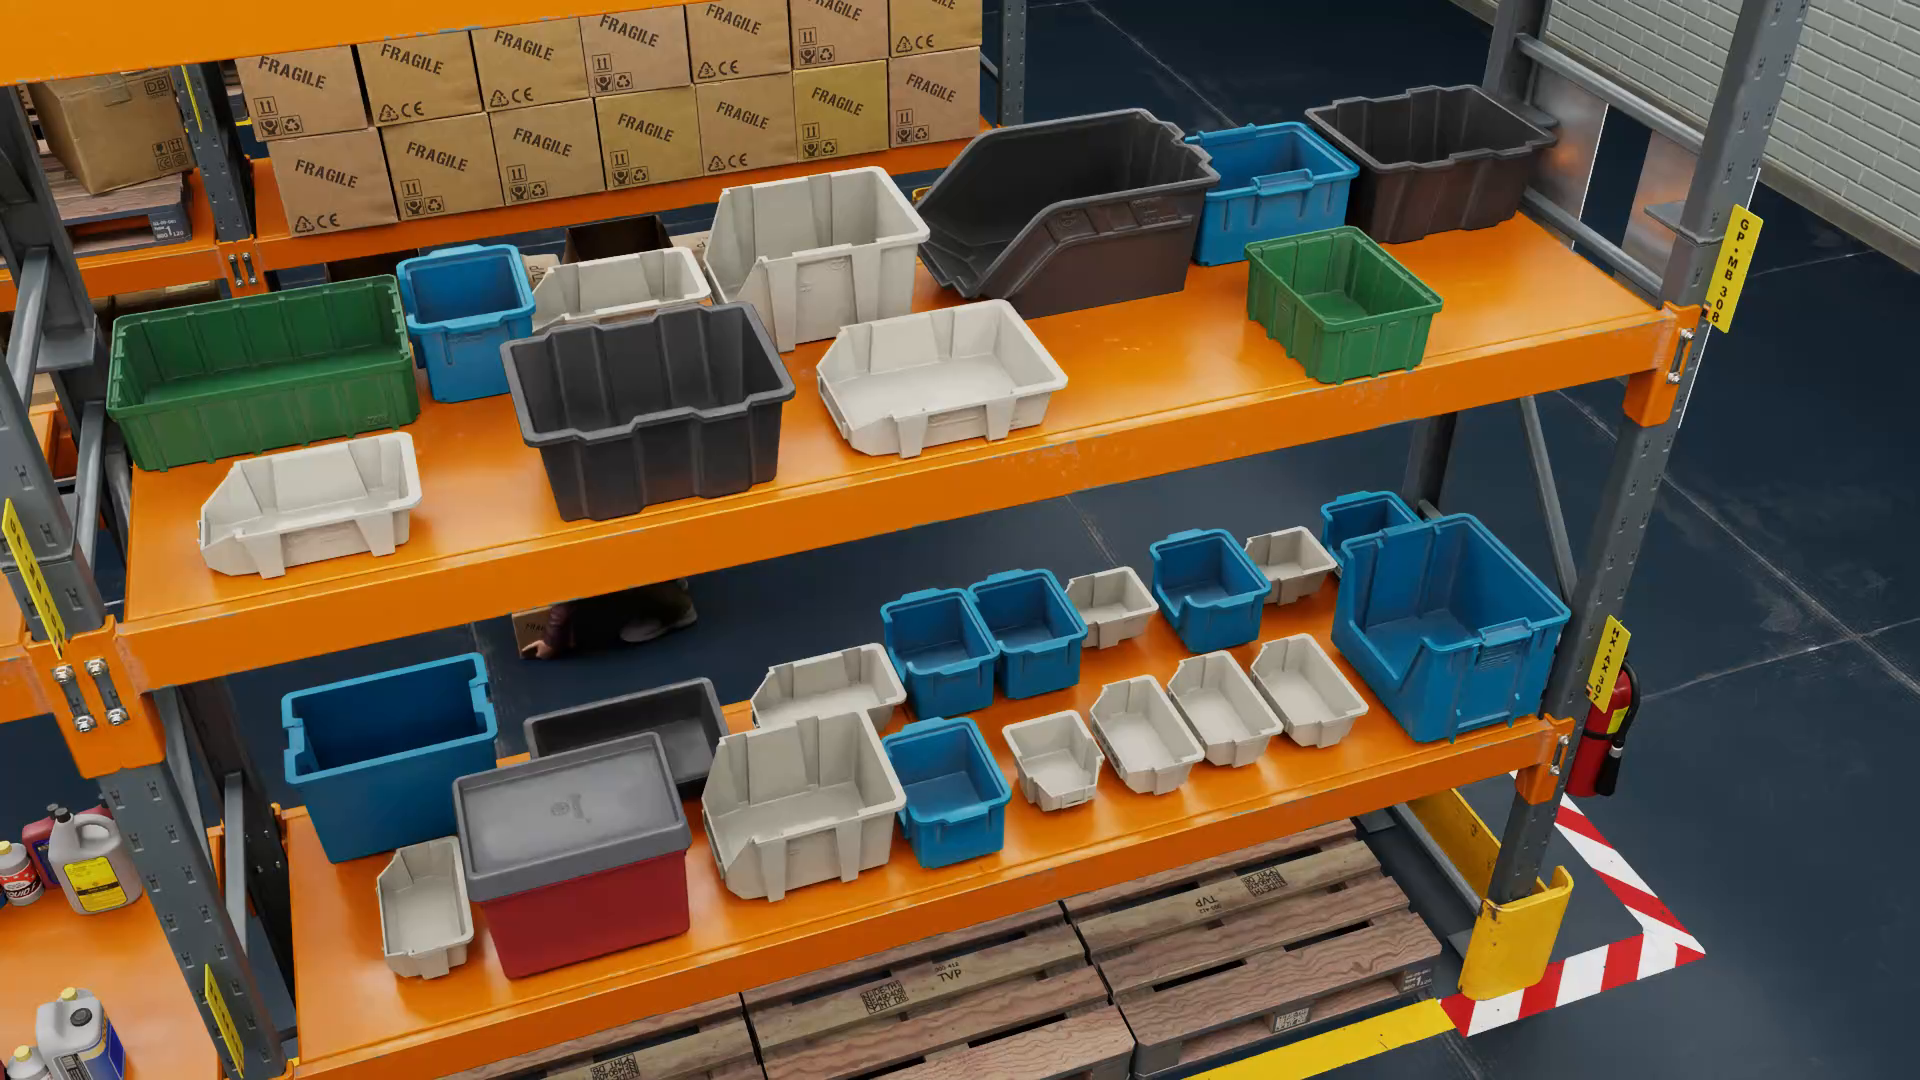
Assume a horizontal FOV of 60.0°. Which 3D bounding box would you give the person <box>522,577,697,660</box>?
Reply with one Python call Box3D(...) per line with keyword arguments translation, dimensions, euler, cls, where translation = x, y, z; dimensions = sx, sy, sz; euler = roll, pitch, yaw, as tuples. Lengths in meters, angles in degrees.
Box3D(translation=(-1.585, 0.032, 7.514), dimensions=(0.953, 0.895, 0.592), euler=(-14, 39, -17), cls="person")
